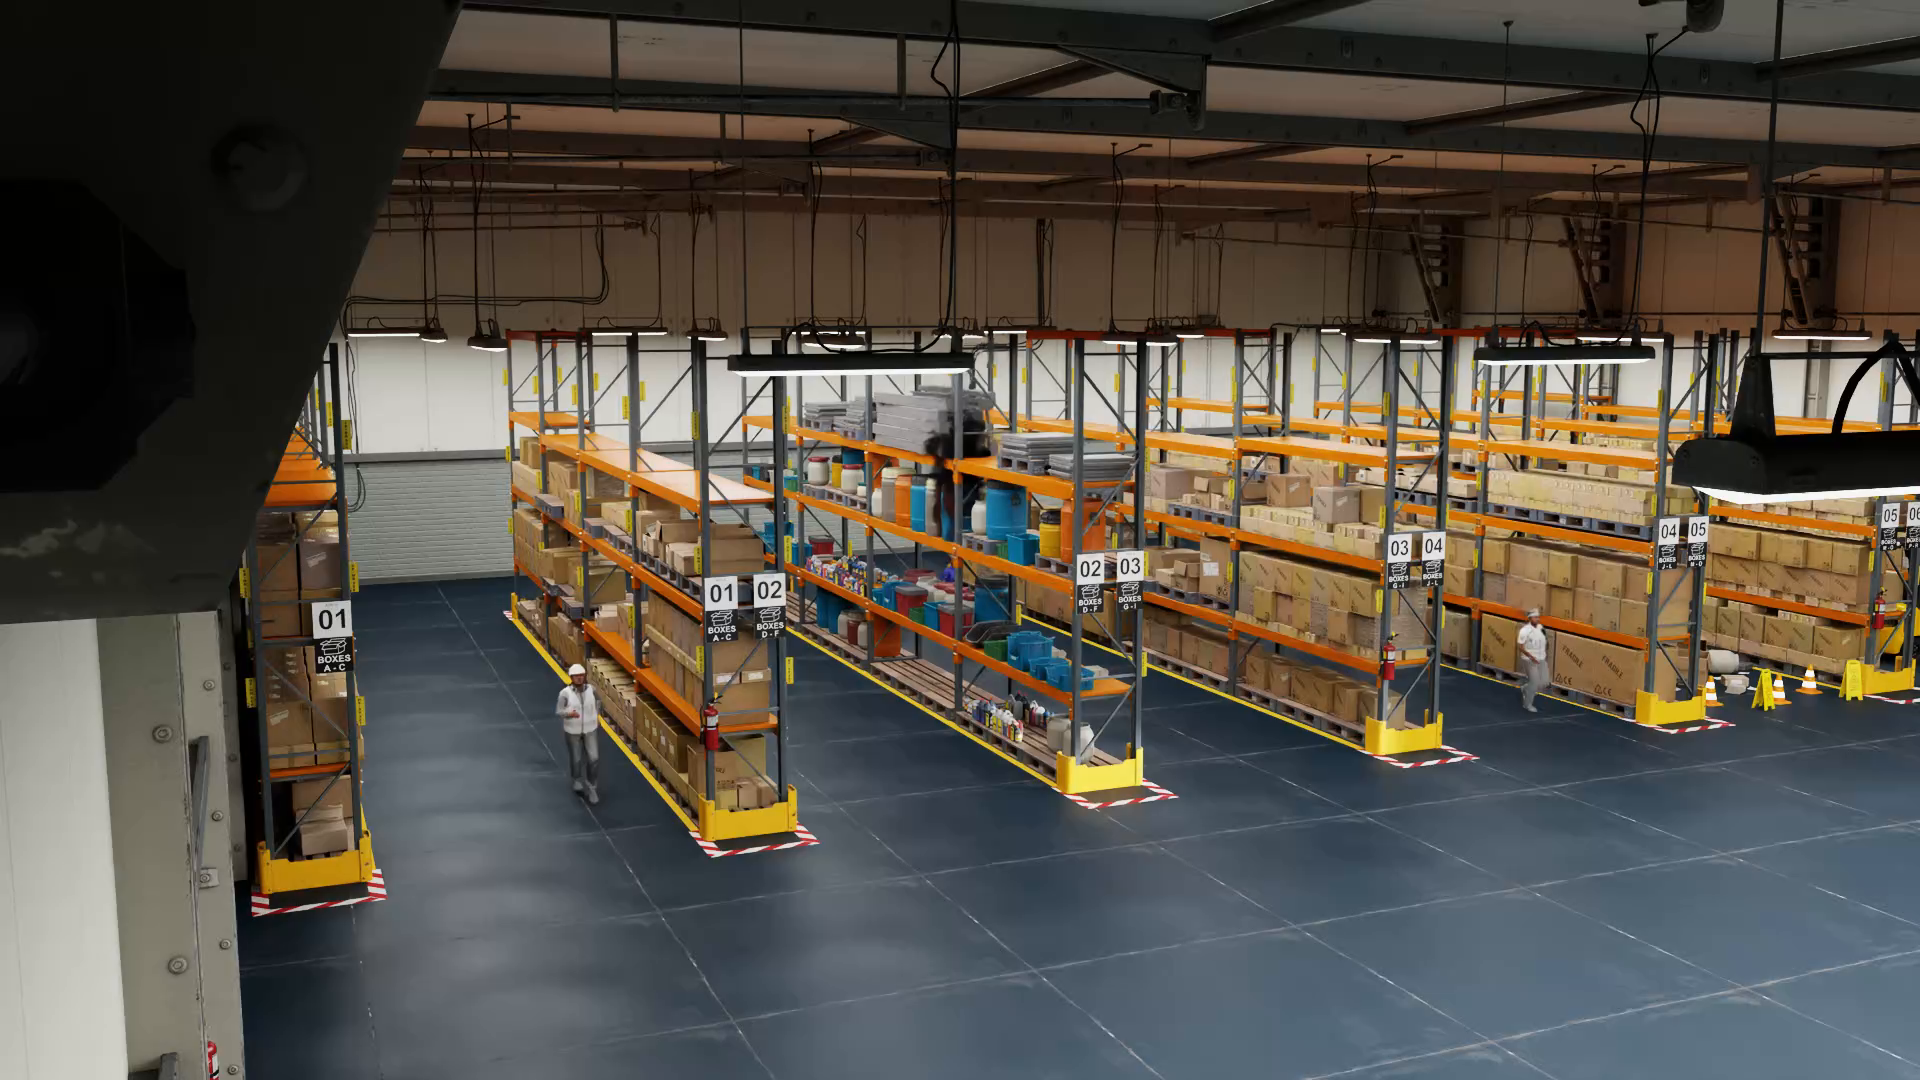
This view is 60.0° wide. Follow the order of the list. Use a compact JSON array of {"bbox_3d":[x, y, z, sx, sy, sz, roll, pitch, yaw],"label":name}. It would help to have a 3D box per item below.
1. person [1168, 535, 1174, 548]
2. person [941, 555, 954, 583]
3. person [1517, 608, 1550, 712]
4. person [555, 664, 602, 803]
[{"bbox_3d":[5.202,-0.209,41.797,0.880,1.763,0.756,3,8,21],"label":"person"},{"bbox_3d":[-0.164,1.112,32.576,0.546,1.658,1.084,-5,9,-30],"label":"person"},{"bbox_3d":[9.181,1.906,26.612,0.582,1.668,0.511,-4,9,-24],"label":"person"},{"bbox_3d":[-4.960,2.518,21.729,0.638,1.835,0.777,-3,8,-21],"label":"person"}]
